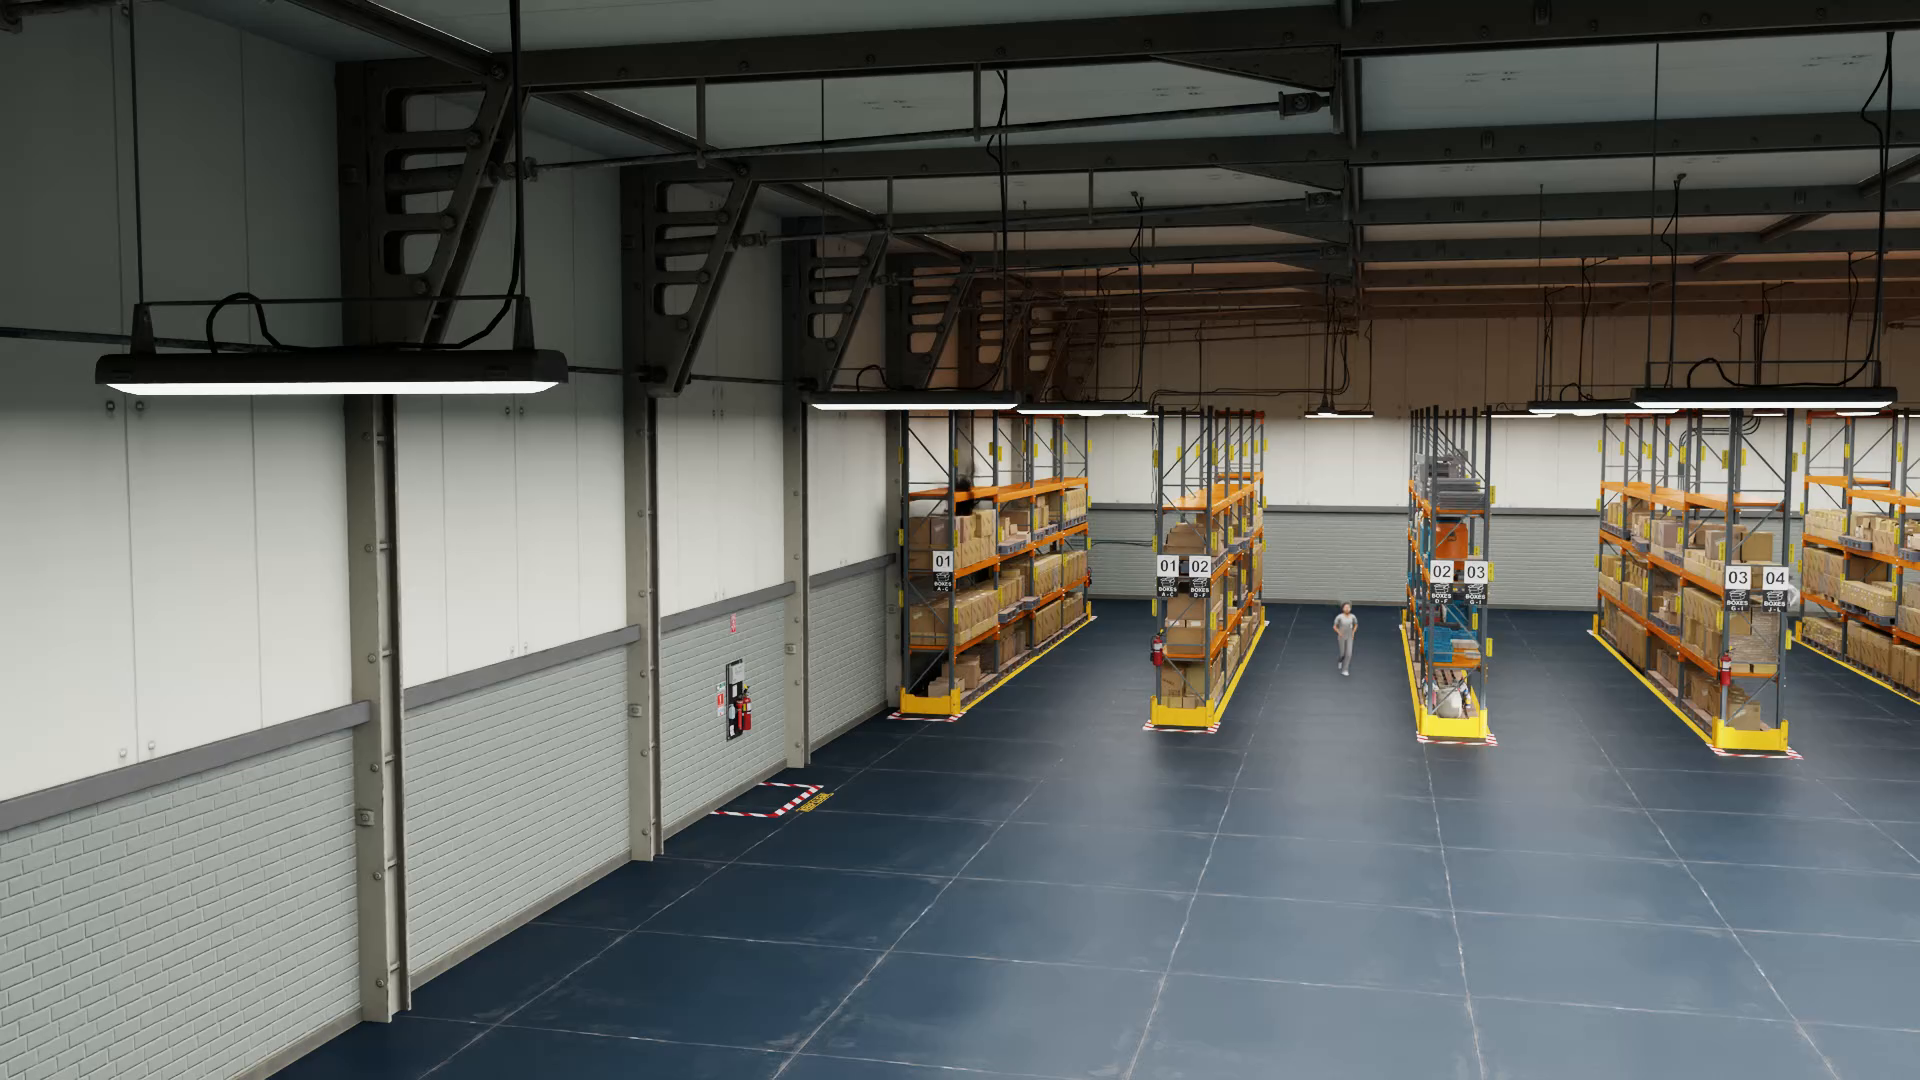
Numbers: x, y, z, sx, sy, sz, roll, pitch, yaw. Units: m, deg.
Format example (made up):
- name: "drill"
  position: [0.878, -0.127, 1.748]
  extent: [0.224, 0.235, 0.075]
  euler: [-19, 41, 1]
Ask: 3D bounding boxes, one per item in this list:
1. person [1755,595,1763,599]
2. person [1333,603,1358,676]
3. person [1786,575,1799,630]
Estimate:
- name: "person"
  position: [20.511, 1.773, 43.217]
  extent: [0.741, 1.795, 0.681]
  euler: [3, 5, 37]
- name: "person"
  position: [8.689, 2.217, 37.465]
  extent: [0.556, 1.633, 0.733]
  euler: [0, 4, 1]
- name: "person"
  position: [21.900, 1.728, 44.207]
  extent: [0.740, 1.713, 0.682]
  euler: [-1, 4, -11]
